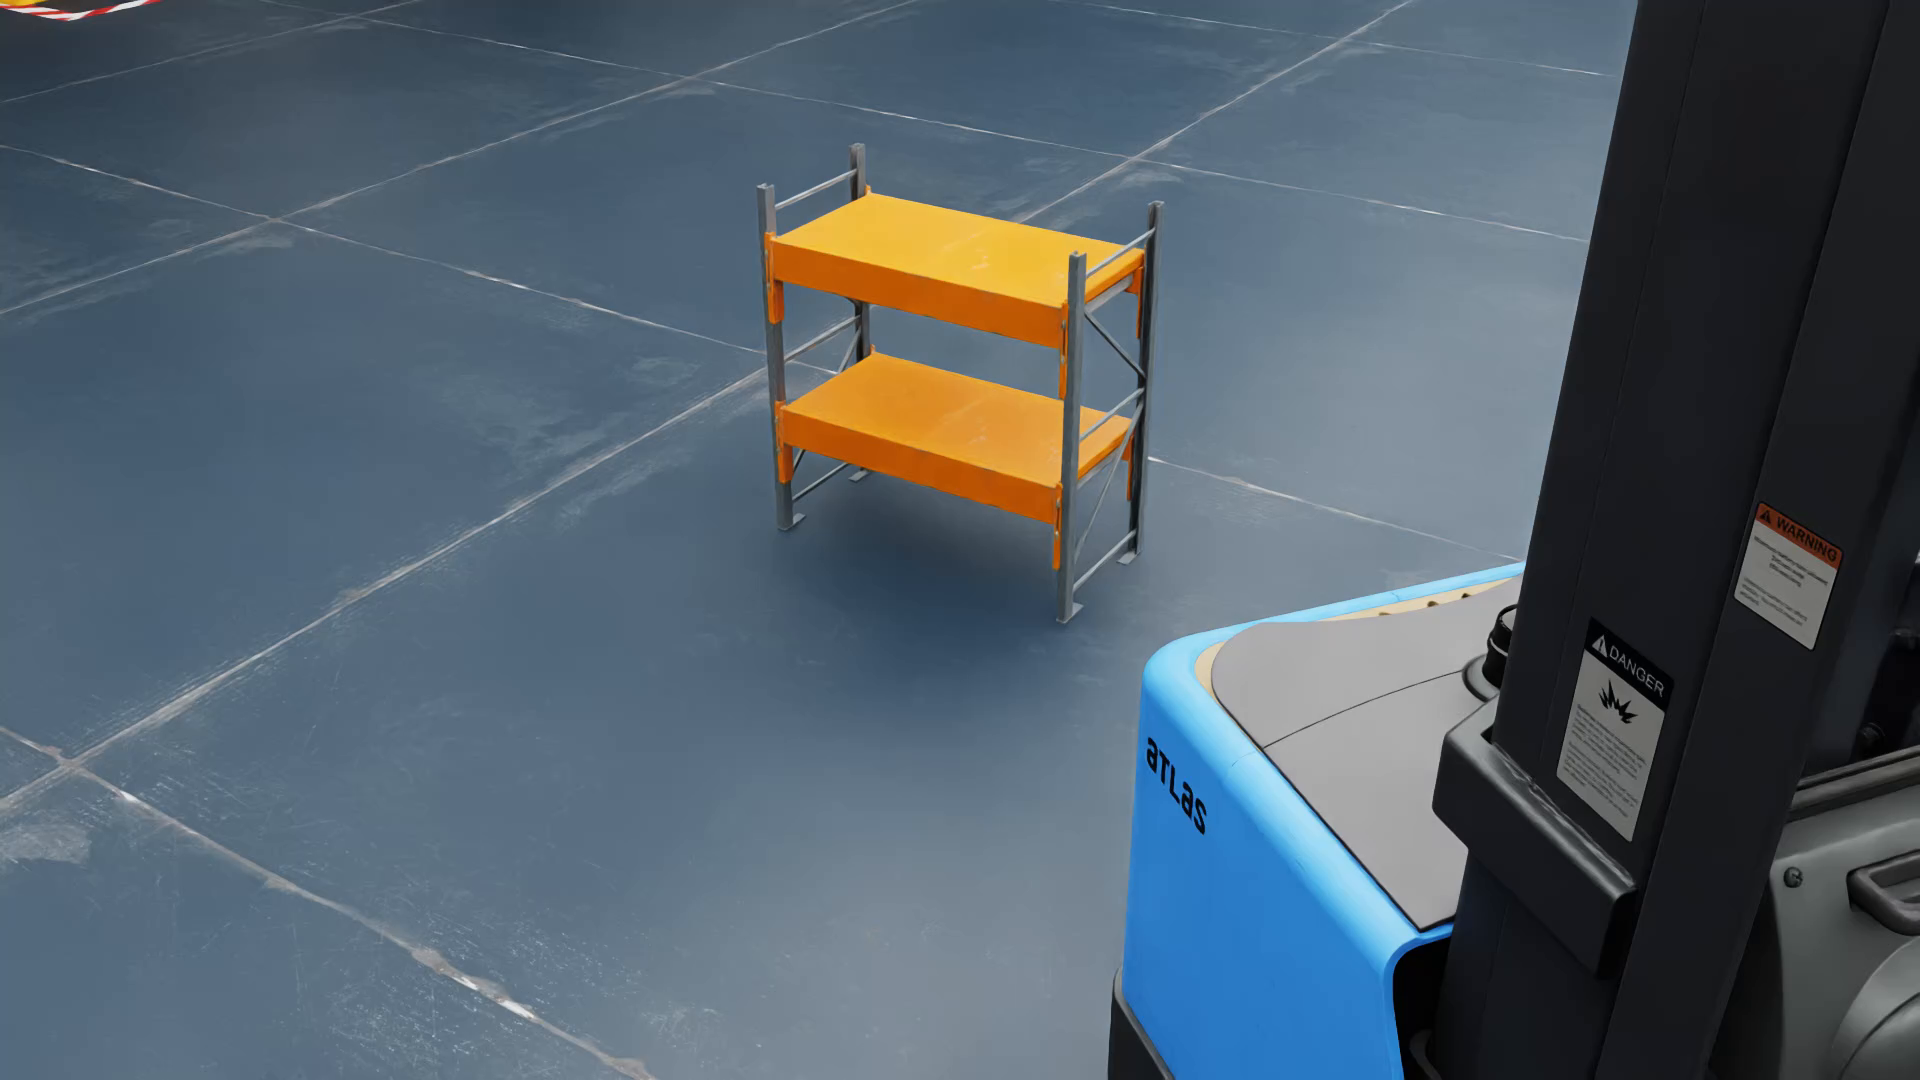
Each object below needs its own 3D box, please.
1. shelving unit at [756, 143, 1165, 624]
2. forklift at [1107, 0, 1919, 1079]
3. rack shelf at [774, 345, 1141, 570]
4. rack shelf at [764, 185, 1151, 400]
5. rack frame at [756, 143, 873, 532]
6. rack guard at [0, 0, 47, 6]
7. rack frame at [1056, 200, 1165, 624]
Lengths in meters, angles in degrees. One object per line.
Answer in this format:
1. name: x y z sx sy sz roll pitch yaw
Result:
1. shelving unit: -0.006 -0.488 4.970 1.048 1.125 0.538 18 35 27
2. forklift: 1.289 0.444 1.580 1.130 2.935 3.031 -11 32 -18
3. rack shelf: -0.006 -0.276 5.093 1.000 0.278 0.538 18 35 27
4. rack shelf: -0.006 -0.740 4.822 1.000 0.278 0.538 18 35 27
5. rack frame: -0.436 -0.624 5.203 0.032 1.125 0.500 18 35 27
6. rack guard: -6.438 -4.251 12.040 0.348 0.500 1.175 18 35 27
7. rack frame: 0.425 -0.351 4.736 0.032 1.125 0.500 18 35 27
